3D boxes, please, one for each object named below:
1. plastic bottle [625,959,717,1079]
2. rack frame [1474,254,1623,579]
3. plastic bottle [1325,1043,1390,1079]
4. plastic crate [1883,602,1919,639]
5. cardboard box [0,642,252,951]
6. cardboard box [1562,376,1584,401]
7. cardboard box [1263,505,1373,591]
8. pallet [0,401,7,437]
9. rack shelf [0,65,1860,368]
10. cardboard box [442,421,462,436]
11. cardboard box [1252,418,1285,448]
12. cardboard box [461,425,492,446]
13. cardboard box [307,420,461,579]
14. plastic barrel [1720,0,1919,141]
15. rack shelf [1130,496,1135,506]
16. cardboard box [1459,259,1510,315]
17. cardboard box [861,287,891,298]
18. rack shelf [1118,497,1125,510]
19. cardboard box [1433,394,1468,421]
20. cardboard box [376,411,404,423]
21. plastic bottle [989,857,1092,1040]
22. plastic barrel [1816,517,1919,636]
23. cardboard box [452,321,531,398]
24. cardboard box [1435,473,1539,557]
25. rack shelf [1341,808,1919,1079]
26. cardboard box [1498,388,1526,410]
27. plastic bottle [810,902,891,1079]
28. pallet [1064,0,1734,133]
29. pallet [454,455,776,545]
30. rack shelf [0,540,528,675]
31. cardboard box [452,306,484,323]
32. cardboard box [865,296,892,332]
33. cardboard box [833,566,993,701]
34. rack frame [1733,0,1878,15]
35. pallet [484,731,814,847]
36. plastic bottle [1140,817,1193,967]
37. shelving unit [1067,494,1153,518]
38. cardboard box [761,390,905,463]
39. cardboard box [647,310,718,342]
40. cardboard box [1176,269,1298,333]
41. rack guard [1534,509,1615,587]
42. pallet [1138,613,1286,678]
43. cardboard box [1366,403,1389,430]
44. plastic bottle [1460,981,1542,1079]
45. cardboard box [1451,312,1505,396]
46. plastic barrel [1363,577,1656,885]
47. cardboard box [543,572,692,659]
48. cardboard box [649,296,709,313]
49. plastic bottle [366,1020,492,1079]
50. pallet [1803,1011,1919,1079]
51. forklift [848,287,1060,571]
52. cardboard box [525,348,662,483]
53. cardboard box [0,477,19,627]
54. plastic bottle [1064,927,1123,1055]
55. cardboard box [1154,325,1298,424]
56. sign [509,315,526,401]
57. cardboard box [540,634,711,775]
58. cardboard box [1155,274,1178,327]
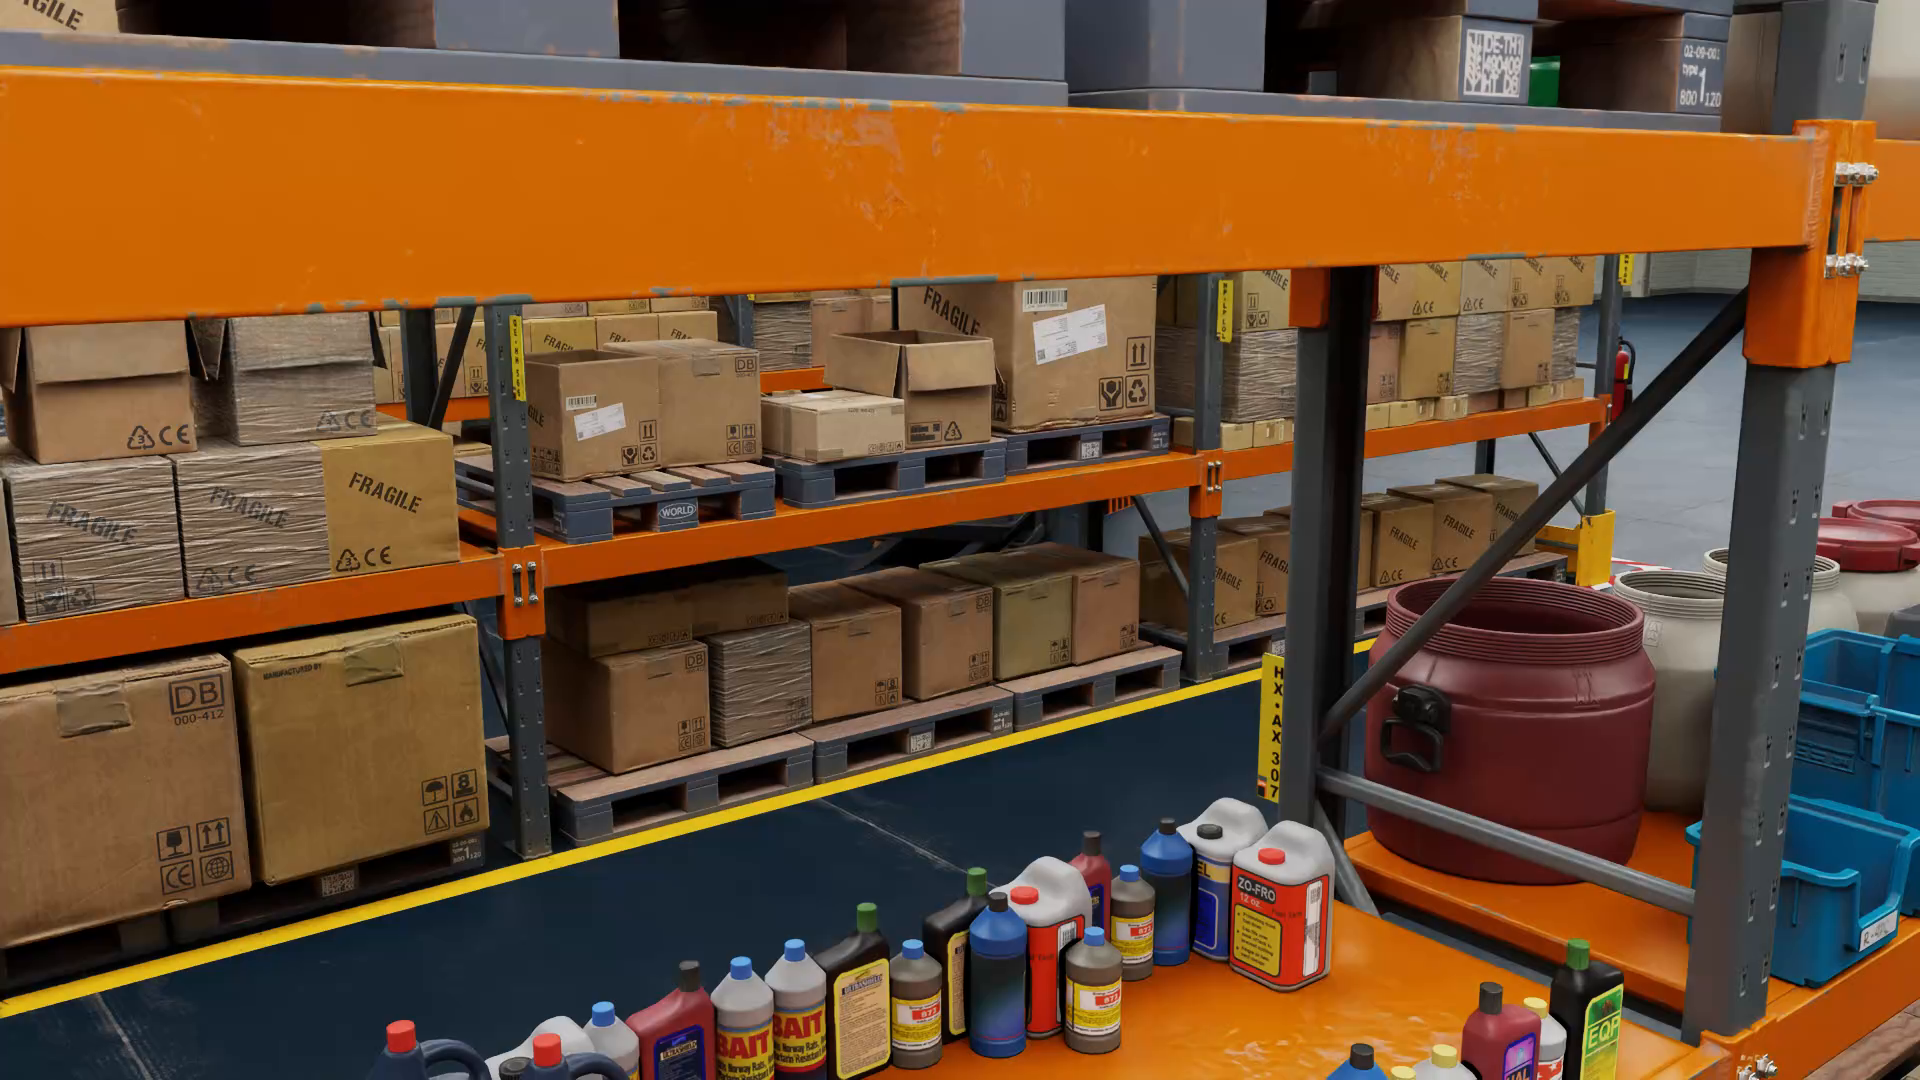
[{"bbox_3d":[-0.436,0.782,2.508,0.133,0.283,0.061,-9,15,-38],"label":"plastic bottle"},{"bbox_3d":[4.188,-1.263,11.856,0.127,3.000,1.000,-9,15,-38],"label":"rack frame"},{"bbox_3d":[0.552,0.830,2.308,0.097,0.271,0.097,0,12,0],"label":"plastic bottle"},{"bbox_3d":[2.488,0.387,3.931,0.583,0.464,0.402,-9,15,-38],"label":"plastic crate"},{"bbox_3d":[-3.312,0.809,6.200,0.875,0.875,1.225,-9,15,-37],"label":"cardboard box"},{"bbox_3d":[4.094,-1.070,11.550,0.250,0.149,0.380,-9,15,-38],"label":"cardboard box"},{"bbox_3d":[2.280,0.059,10.637,0.500,0.500,0.500,-11,16,-43],"label":"cardboard box"},{"bbox_3d":[-5.569,-0.839,10.321,1.003,0.211,1.213,-9,15,-38],"label":"pallet"},{"bbox_3d":[-0.527,-0.278,1.725,4.000,0.370,1.077,-9,15,-38],"label":"rack shelf"},{"bbox_3d":[-5.535,-1.203,16.888,0.625,0.372,0.950,-9,15,-37],"label":"cardboard box"},{"bbox_3d":[1.623,-0.631,9.482,0.250,0.149,0.380,-9,15,-38],"label":"cardboard box"},{"bbox_3d":[-3.140,-0.447,12.418,0.750,0.750,1.050,-9,15,-38],"label":"cardboard box"},{"bbox_3d":[-2.290,-0.170,6.466,0.500,0.500,0.500,-9,15,-36],"label":"cardboard box"},{"bbox_3d":[1.469,-0.934,2.817,0.421,0.512,0.421,0,12,0],"label":"plastic barrel"},{"bbox_3d":[1.418,-0.408,14.582,0.258,0.180,0.103,7,14,31],"label":"rack shelf"},{"bbox_3d":[3.134,-1.705,10.573,0.500,0.500,0.500,-9,15,-38],"label":"cardboard box"},{"bbox_3d":[-0.782,-2.344,13.983,0.550,0.550,0.875,-9,15,-38],"label":"cardboard box"},{"bbox_3d":[1.293,-0.365,14.381,0.258,0.180,0.103,7,14,31],"label":"rack shelf"},{"bbox_3d":[2.988,-0.858,10.554,0.250,0.149,0.380,-9,15,-38],"label":"cardboard box"},{"bbox_3d":[-2.609,-0.255,6.868,0.500,0.500,0.500,-9,15,-36],"label":"cardboard box"},{"bbox_3d":[0.134,0.703,2.897,0.135,0.276,0.152,-9,15,-38],"label":"plastic bottle"},{"bbox_3d":[2.363,0.233,4.485,0.433,0.535,0.433,0,12,0],"label":"plastic barrel"},{"bbox_3d":[-3.380,-1.302,11.799,0.500,0.500,0.500,-10,15,-38],"label":"cardboard box"},{"bbox_3d":[3.690,-0.168,11.703,0.500,0.500,0.500,-6,14,-27],"label":"cardboard box"},{"bbox_3d":[2.597,0.671,4.481,4.000,0.370,1.077,-9,15,-38],"label":"rack shelf"},{"bbox_3d":[3.530,-0.967,11.065,0.250,0.149,0.380,-9,15,-38],"label":"cardboard box"},{"bbox_3d":[-0.180,0.739,2.708,0.133,0.283,0.061,-9,15,-38],"label":"plastic bottle"},{"bbox_3d":[0.376,-0.713,2.500,1.213,0.211,1.003,-9,15,-38],"label":"pallet"},{"bbox_3d":[-1.569,-0.241,7.504,1.003,0.211,1.213,-9,15,-38],"label":"pallet"},{"bbox_3d":[-3.621,0.386,5.820,4.000,0.370,1.077,-9,15,-38],"label":"rack shelf"},{"bbox_3d":[-3.530,-1.837,11.908,0.500,0.500,0.700,-10,15,-38],"label":"cardboard box"},{"bbox_3d":[-0.764,-1.811,14.075,0.550,0.550,0.875,-9,15,-38],"label":"cardboard box"},{"bbox_3d":[-0.250,0.471,8.648,0.500,0.500,0.700,-11,16,-42],"label":"cardboard box"},{"bbox_3d":[1.035,-2.356,2.561,0.127,3.000,1.000,-9,15,-38],"label":"rack frame"},{"bbox_3d":[-1.448,1.038,7.734,1.213,0.211,1.003,-9,15,-38],"label":"pallet"},{"bbox_3d":[0.387,0.655,3.130,0.097,0.271,0.097,0,12,0],"label":"plastic bottle"},{"bbox_3d":[1.316,-0.373,14.419,0.258,0.189,1.200,7,14,31],"label":"shelving unit"},{"bbox_3d":[-0.607,-0.537,7.788,0.500,0.250,0.500,-10,16,-39],"label":"cardboard box"},{"bbox_3d":[-2.196,-1.500,12.729,0.500,0.500,0.500,-10,15,-38],"label":"cardboard box"},{"bbox_3d":[1.574,-1.445,9.348,0.500,0.500,0.500,-9,15,-38],"label":"cardboard box"},{"bbox_3d":[4.128,-0.031,12.069,0.348,0.500,1.175,-9,15,-38],"label":"rack guard"},{"bbox_3d":[1.567,0.527,10.139,1.213,0.211,1.003,-9,15,-38],"label":"pallet"},{"bbox_3d":[2.381,-0.767,10.122,0.250,0.149,0.380,-9,15,-38],"label":"cardboard box"},{"bbox_3d":[0.805,0.787,2.482,0.133,0.283,0.061,-9,15,-38],"label":"plastic bottle"},{"bbox_3d":[3.008,-1.249,10.830,0.500,0.500,0.875,-9,15,-38],"label":"cardboard box"},{"bbox_3d":[1.208,0.402,3.685,0.708,0.536,0.600,-9,15,-38],"label":"plastic barrel"},{"bbox_3d":[-1.555,0.324,7.536,0.500,0.250,0.500,-9,15,-35],"label":"cardboard box"},{"bbox_3d":[-2.339,-2.034,12.840,0.500,0.500,0.700,-10,15,-39],"label":"cardboard box"},{"bbox_3d":[-0.715,0.806,2.230,0.185,0.351,0.144,-9,15,-38],"label":"plastic bottle"},{"bbox_3d":[2.616,1.691,4.659,1.213,0.211,1.003,-9,15,-38],"label":"pallet"},{"bbox_3d":[-0.042,-1.302,12.204,1.130,2.935,3.031,3,12,14],"label":"forklift"},{"bbox_3d":[-1.663,-0.556,7.274,0.500,0.500,0.500,11,16,43],"label":"cardboard box"},{"bbox_3d":[-3.484,0.028,5.536,0.500,0.500,0.500,-9,15,-37],"label":"cardboard box"},{"bbox_3d":[0.226,0.757,2.821,0.097,0.201,0.097,0,12,0],"label":"plastic bottle"},{"bbox_3d":[1.454,-0.987,9.598,0.500,0.500,0.875,-9,15,-38],"label":"cardboard box"},{"bbox_3d":[-1.710,-0.702,6.425,0.005,0.325,0.100,-9,15,-38],"label":"sign"},{"bbox_3d":[-1.549,0.692,7.606,0.500,0.500,0.700,-10,16,-41],"label":"cardboard box"},{"bbox_3d":[1.244,-1.531,9.752,0.500,0.500,0.500,-9,15,-38],"label":"cardboard box"}]
